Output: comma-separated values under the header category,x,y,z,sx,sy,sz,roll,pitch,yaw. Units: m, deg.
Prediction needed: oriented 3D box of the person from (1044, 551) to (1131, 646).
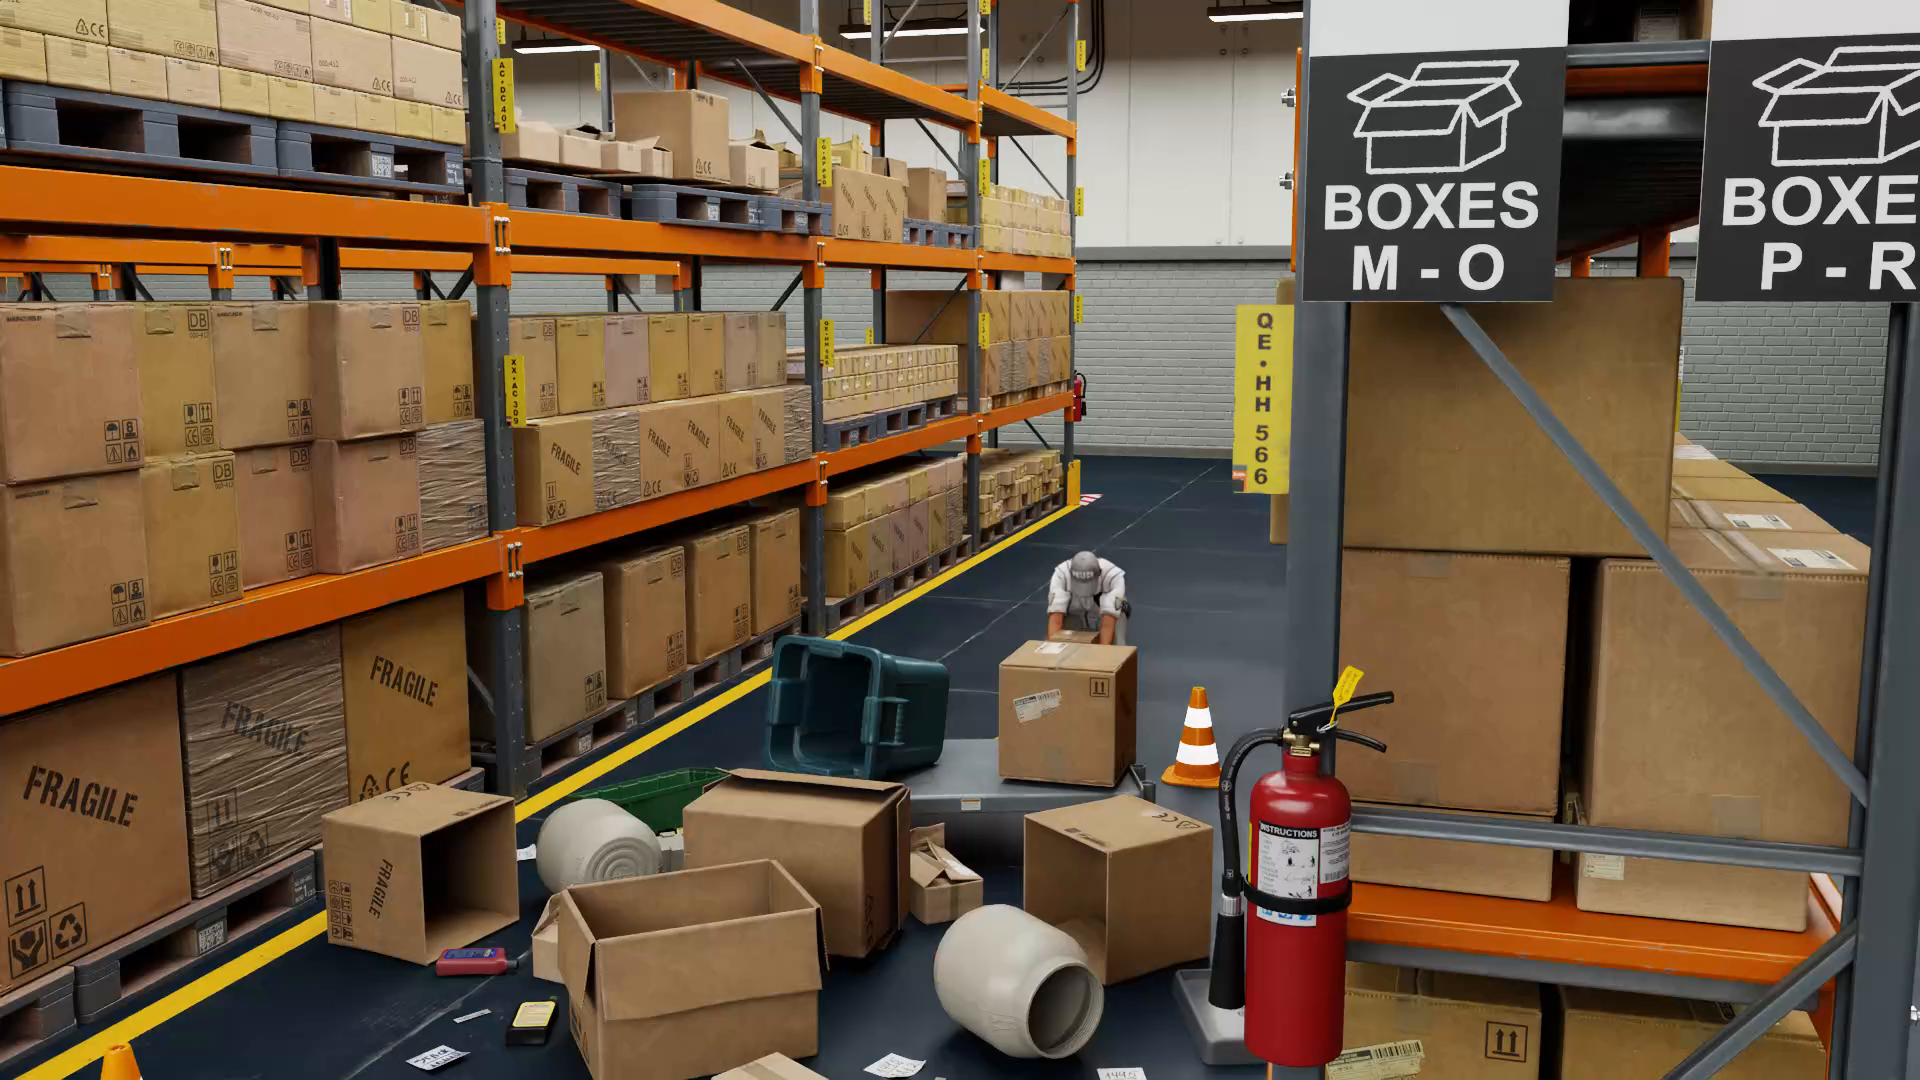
category,x,y,z,sx,sy,sz,roll,pitch,yaw
person,0.768,0.489,10.020,0.507,0.949,0.876,2,9,15
